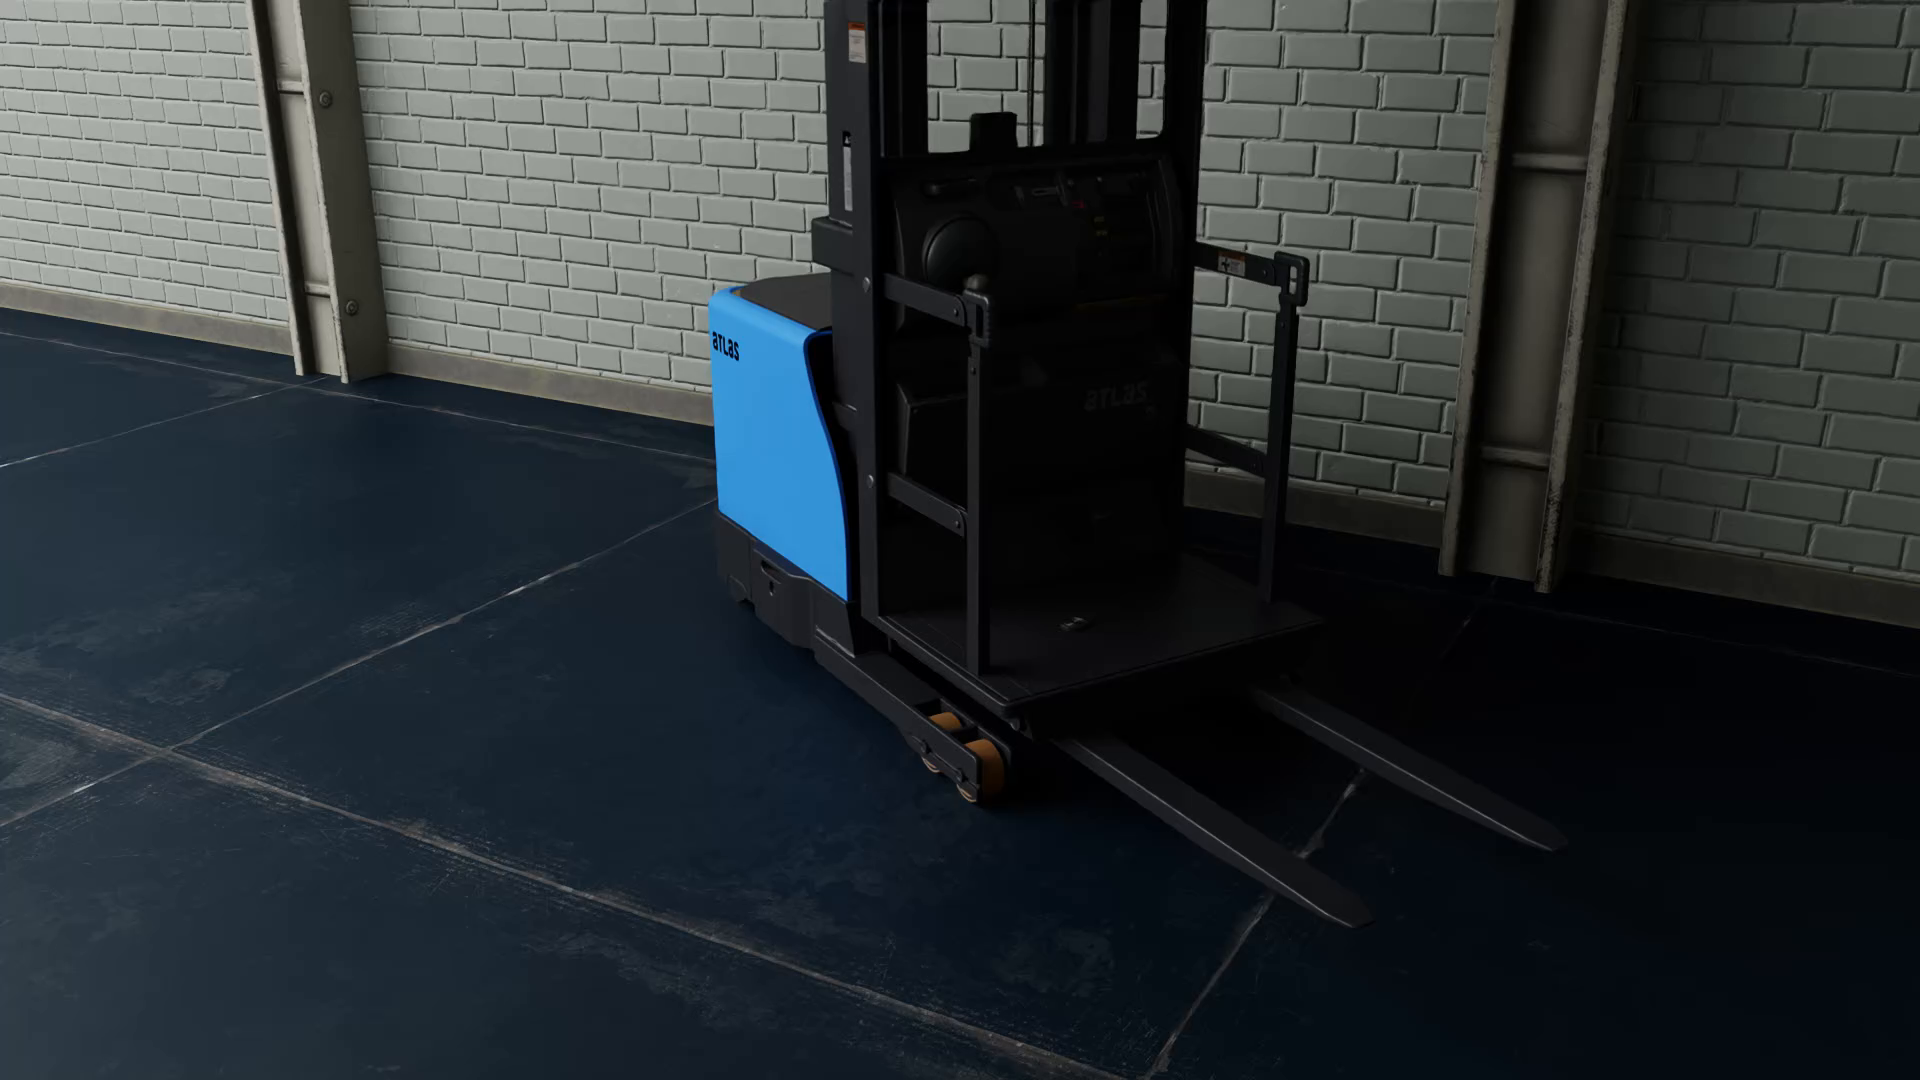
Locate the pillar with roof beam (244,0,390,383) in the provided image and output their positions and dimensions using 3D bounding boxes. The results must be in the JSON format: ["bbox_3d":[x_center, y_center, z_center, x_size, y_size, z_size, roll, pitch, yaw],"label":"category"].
[{"bbox_3d":[-5.359,-3.836,3.745,0.400,9.000,9.100,11,23,27],"label":"pillar with roof beam"}]

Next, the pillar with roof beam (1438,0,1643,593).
[{"bbox_3d":[-0.121,-2.839,0.994,0.400,9.000,9.100,11,23,27],"label":"pillar with roof beam"}]

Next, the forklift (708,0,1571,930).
[{"bbox_3d":[0.336,-0.858,4.433,1.130,2.935,3.031,-12,23,-29],"label":"forklift"}]
